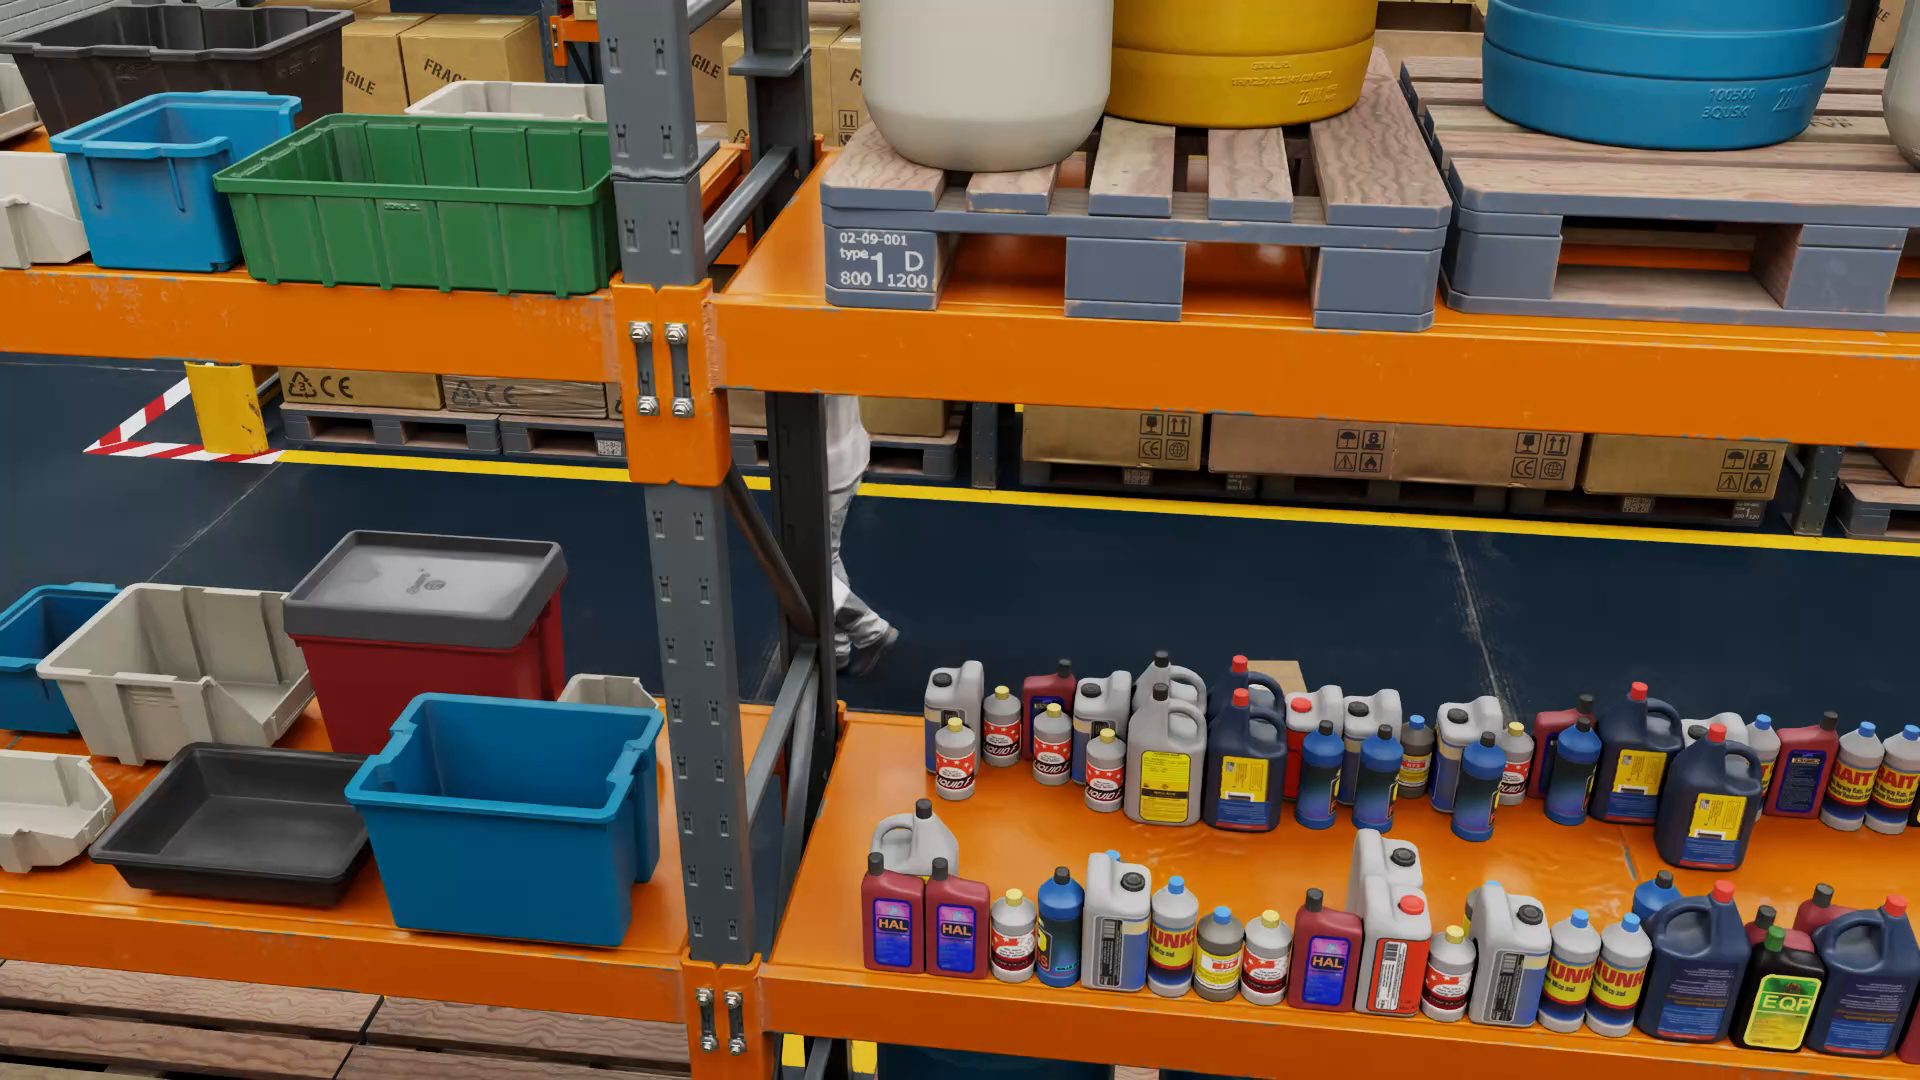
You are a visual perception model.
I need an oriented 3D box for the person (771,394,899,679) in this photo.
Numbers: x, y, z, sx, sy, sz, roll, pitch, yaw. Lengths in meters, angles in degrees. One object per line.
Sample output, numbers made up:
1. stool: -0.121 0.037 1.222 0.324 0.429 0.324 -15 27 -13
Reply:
1. person: -0.489 -0.245 6.502 0.569 1.781 0.546 9 29 17
